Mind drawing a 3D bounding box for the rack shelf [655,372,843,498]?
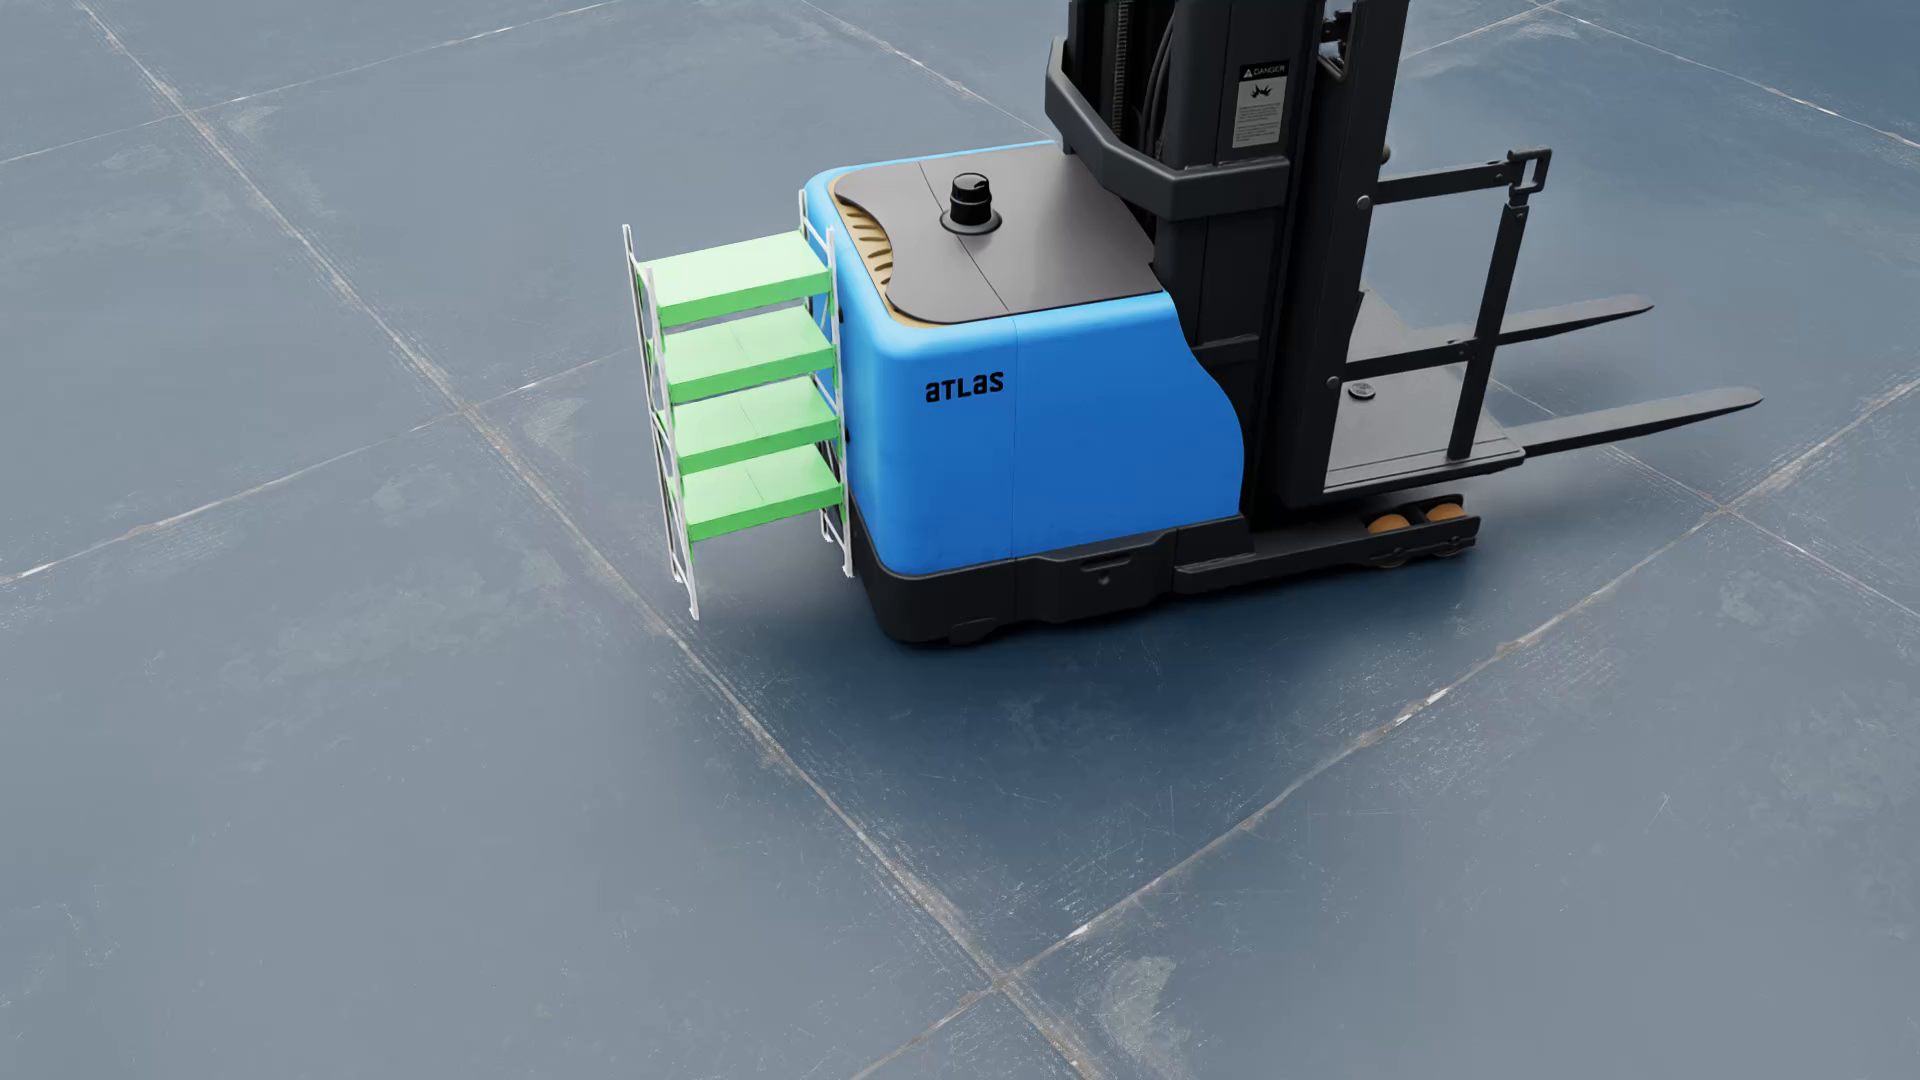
[{"bbox_3d":[-0.608,-0.306,4.778,0.480,0.148,0.258,-15,42,-18],"label":"rack shelf"}]

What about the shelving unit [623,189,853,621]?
[{"bbox_3d":[-0.608,-0.356,4.738,0.503,1.200,0.258,-15,42,-18],"label":"shelving unit"}]

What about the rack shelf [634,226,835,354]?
[{"bbox_3d":[-0.608,-0.678,4.474,0.480,0.148,0.258,-15,42,-18],"label":"rack shelf"}]

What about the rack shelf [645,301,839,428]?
[{"bbox_3d":[-0.608,-0.492,4.626,0.480,0.148,0.258,-15,42,-18],"label":"rack shelf"}]

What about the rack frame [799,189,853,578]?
[{"bbox_3d":[-0.384,-0.417,4.813,0.015,1.200,0.240,-15,42,-18],"label":"rack frame"}]

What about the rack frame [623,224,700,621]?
[{"bbox_3d":[-0.832,-0.294,4.663,0.015,1.200,0.240,-15,42,-18],"label":"rack frame"}]

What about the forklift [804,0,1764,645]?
[{"bbox_3d":[1.100,-1.358,4.594,3.031,2.935,1.130,-11,41,-13],"label":"forklift"}]

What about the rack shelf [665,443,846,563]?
[{"bbox_3d":[-0.608,-0.121,4.930,0.480,0.148,0.258,-15,42,-18],"label":"rack shelf"}]
